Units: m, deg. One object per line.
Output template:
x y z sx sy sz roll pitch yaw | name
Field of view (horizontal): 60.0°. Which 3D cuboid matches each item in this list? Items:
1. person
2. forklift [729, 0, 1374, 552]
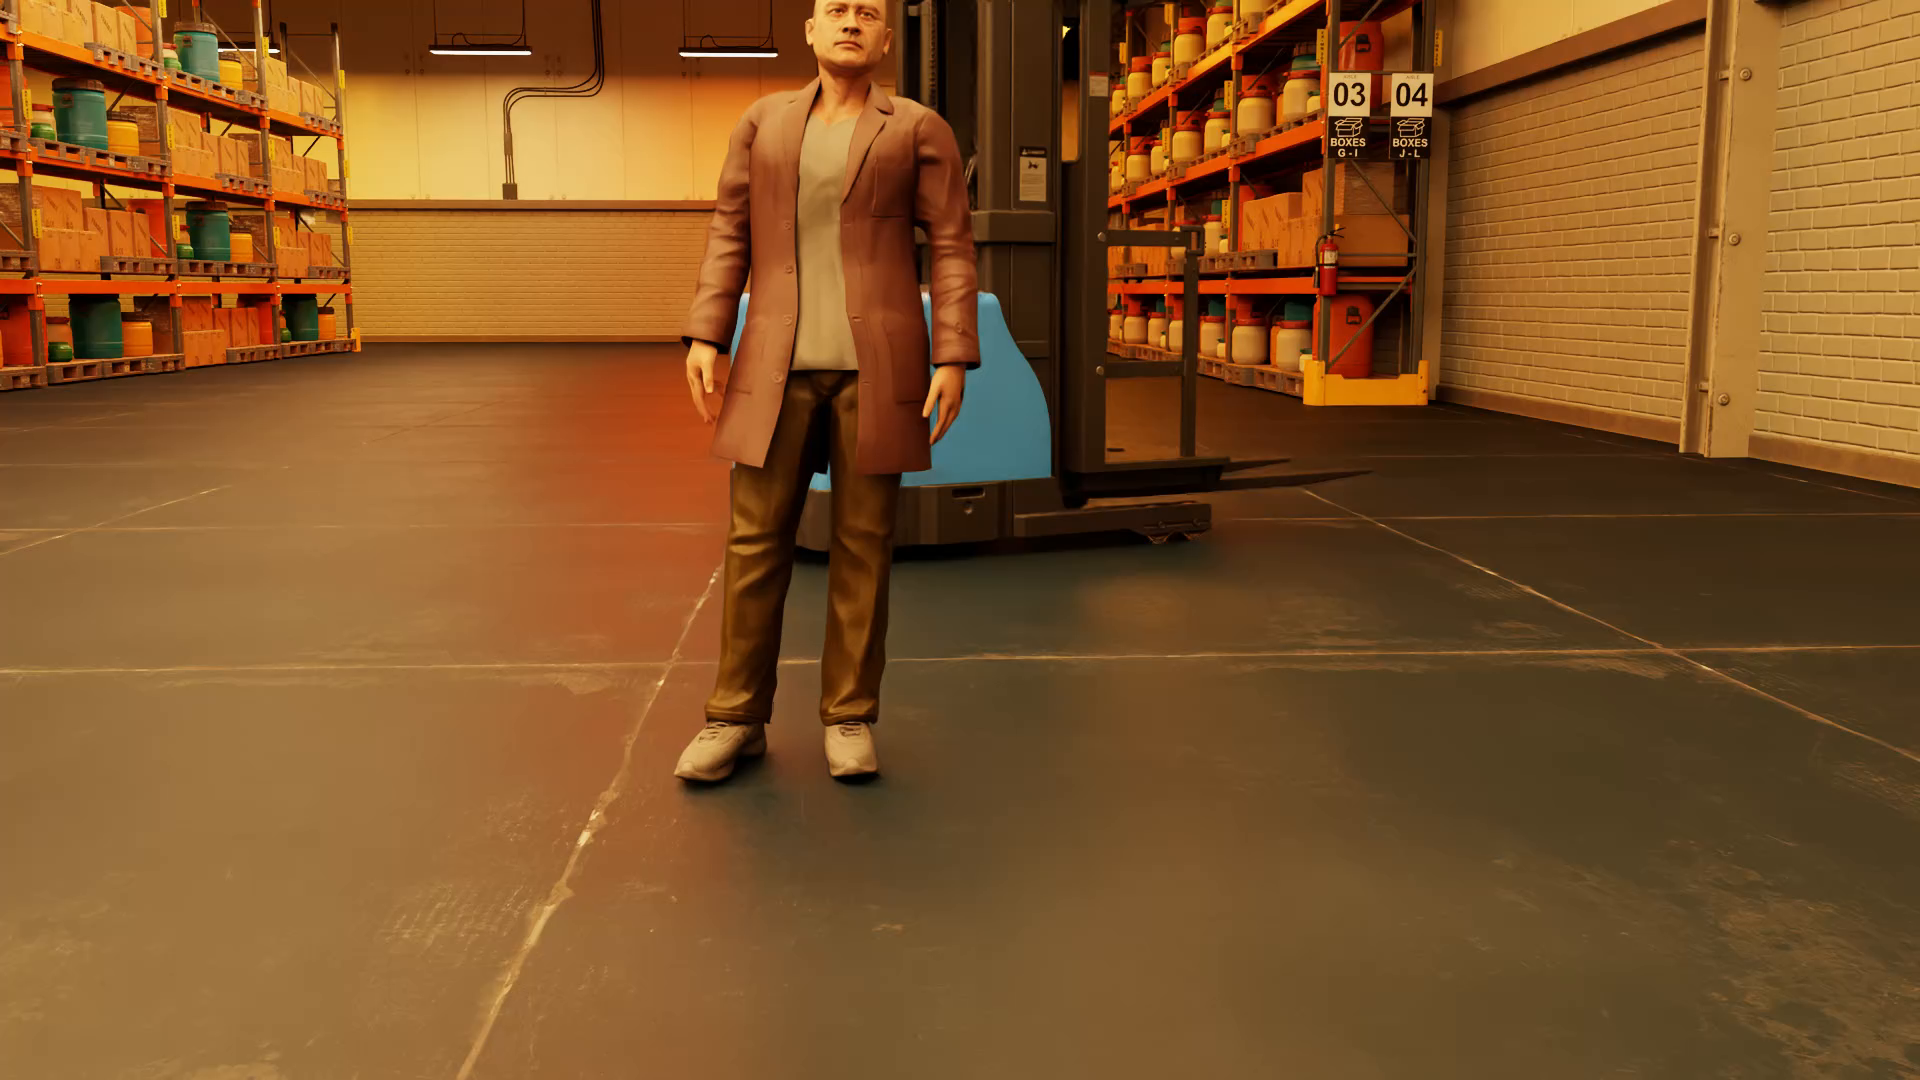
-0.304 -0.369 3.724 0.691 1.782 0.563 1 8 6 | person
0.528 -1.502 7.445 3.031 2.935 1.130 -5 10 -29 | forklift
